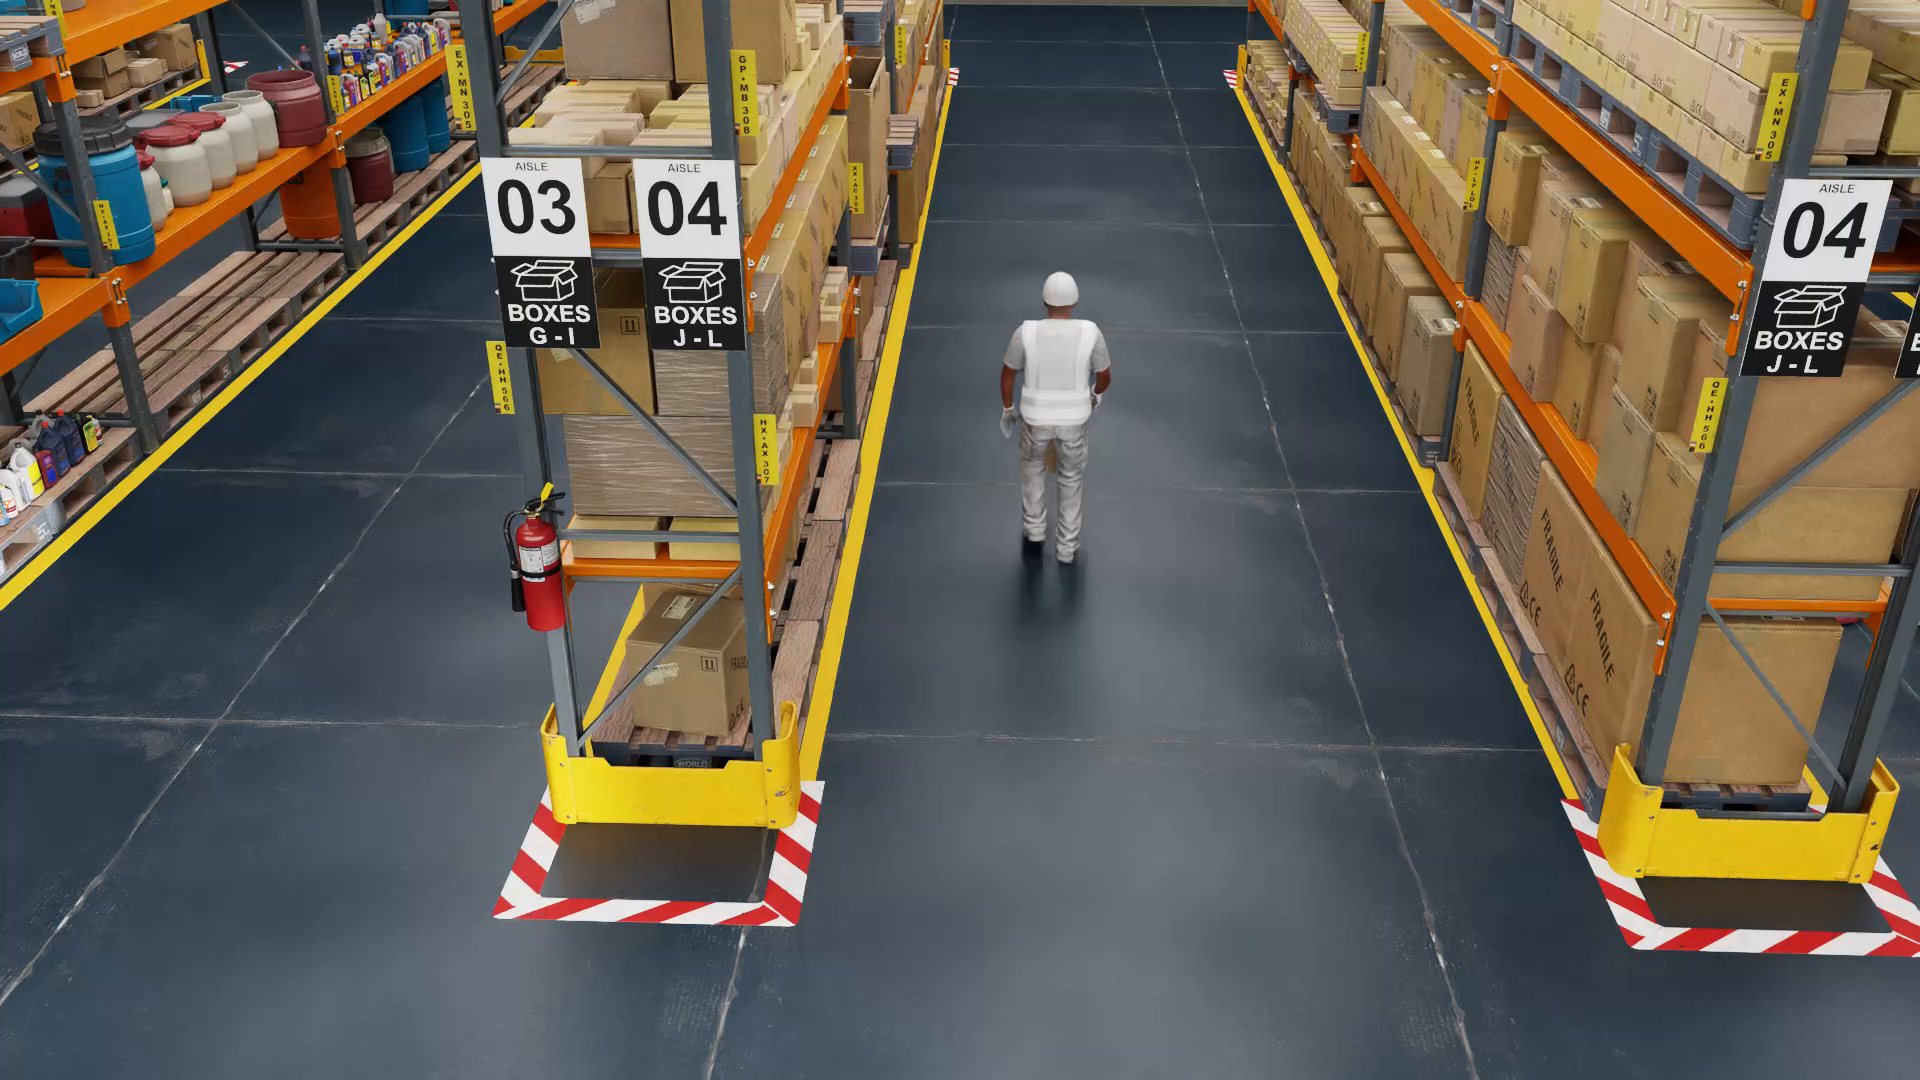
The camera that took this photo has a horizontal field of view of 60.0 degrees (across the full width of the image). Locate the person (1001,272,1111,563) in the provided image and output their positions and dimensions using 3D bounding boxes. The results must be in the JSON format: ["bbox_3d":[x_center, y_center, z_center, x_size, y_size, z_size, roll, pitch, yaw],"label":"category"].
[{"bbox_3d":[0.576,-0.768,10.076,0.655,1.768,0.538,2,28,4],"label":"person"}]
